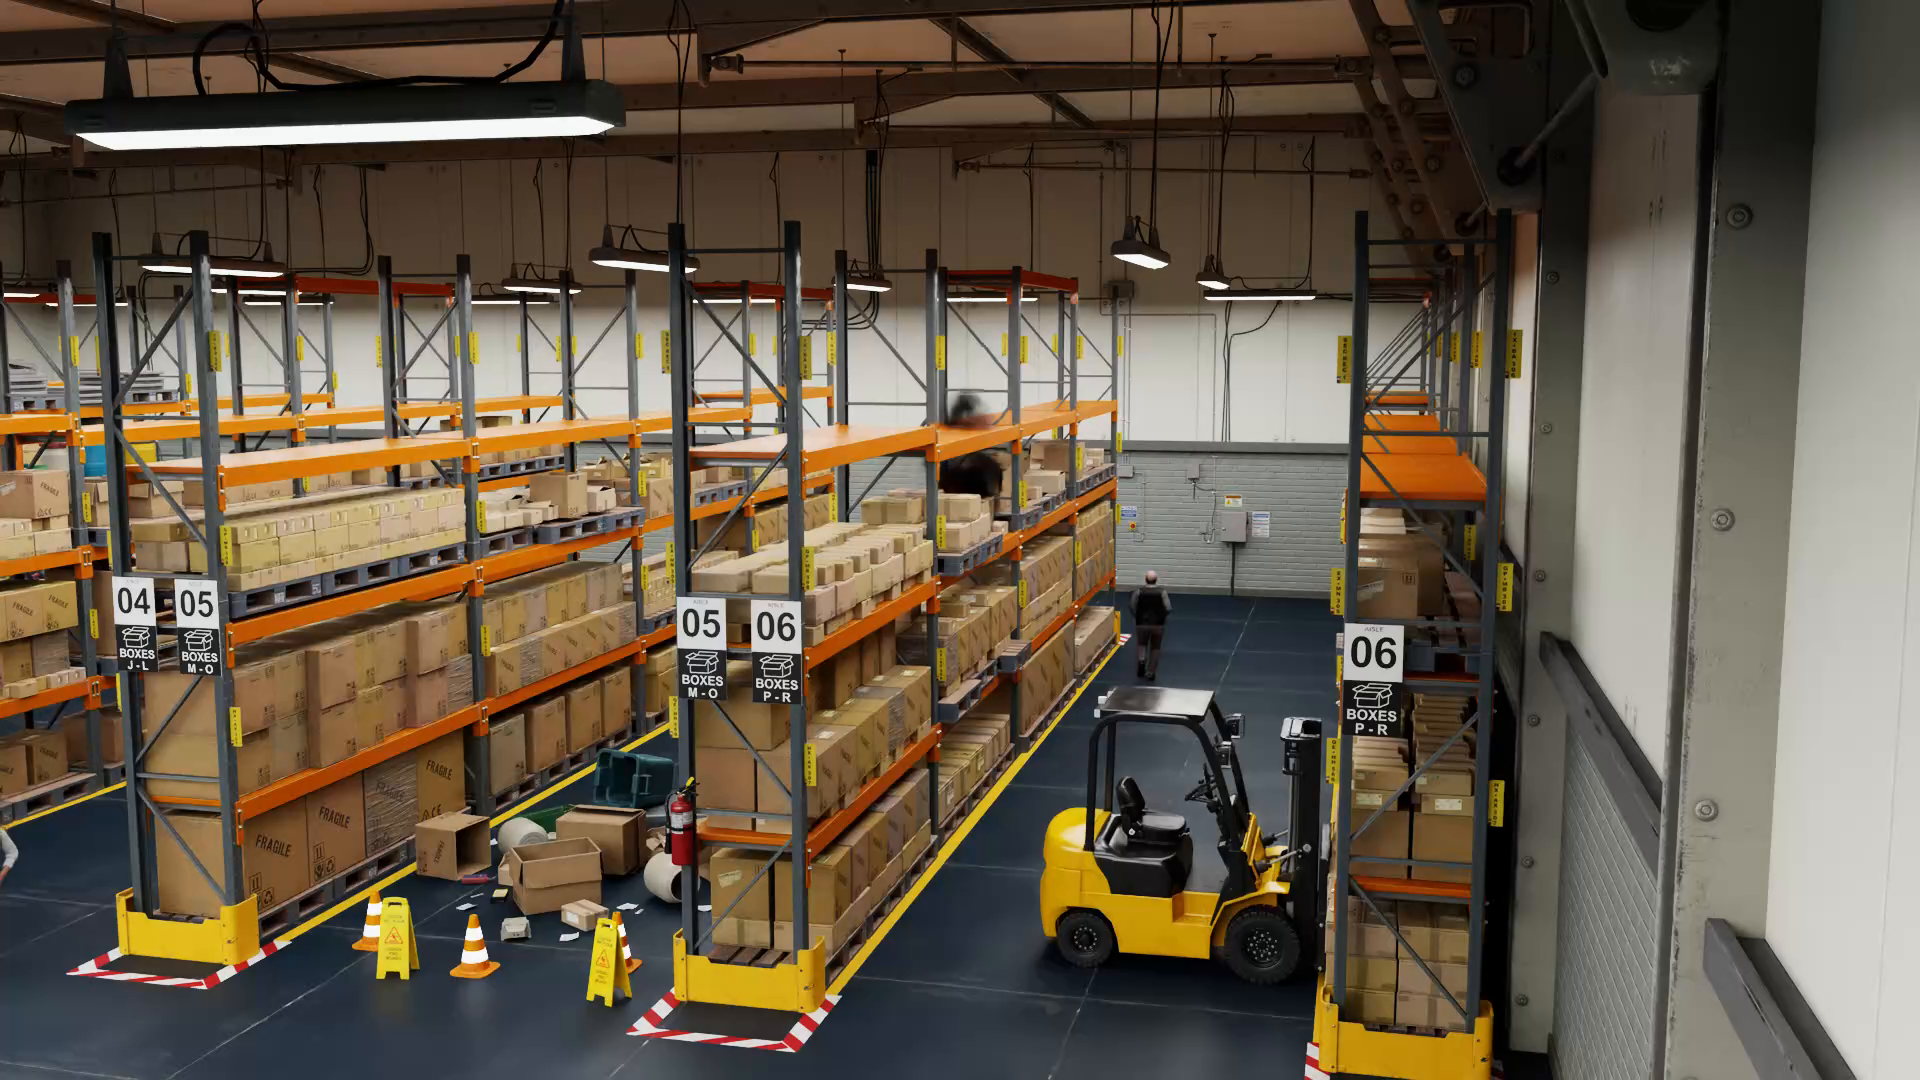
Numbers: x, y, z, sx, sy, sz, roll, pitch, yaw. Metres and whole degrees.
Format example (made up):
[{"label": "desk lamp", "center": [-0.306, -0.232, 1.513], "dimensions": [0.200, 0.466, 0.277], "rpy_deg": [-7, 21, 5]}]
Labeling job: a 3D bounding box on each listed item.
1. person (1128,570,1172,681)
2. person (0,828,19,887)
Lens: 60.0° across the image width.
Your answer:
[{"label": "person", "center": [2.868, 1.283, 25.063], "dimensions": [0.656, 1.673, 0.604], "rpy_deg": [1, 7, 10]}, {"label": "person", "center": [-7.786, 2.801, 13.175], "dimensions": [0.579, 1.553, 0.833], "rpy_deg": [-2, 7, -19]}]
